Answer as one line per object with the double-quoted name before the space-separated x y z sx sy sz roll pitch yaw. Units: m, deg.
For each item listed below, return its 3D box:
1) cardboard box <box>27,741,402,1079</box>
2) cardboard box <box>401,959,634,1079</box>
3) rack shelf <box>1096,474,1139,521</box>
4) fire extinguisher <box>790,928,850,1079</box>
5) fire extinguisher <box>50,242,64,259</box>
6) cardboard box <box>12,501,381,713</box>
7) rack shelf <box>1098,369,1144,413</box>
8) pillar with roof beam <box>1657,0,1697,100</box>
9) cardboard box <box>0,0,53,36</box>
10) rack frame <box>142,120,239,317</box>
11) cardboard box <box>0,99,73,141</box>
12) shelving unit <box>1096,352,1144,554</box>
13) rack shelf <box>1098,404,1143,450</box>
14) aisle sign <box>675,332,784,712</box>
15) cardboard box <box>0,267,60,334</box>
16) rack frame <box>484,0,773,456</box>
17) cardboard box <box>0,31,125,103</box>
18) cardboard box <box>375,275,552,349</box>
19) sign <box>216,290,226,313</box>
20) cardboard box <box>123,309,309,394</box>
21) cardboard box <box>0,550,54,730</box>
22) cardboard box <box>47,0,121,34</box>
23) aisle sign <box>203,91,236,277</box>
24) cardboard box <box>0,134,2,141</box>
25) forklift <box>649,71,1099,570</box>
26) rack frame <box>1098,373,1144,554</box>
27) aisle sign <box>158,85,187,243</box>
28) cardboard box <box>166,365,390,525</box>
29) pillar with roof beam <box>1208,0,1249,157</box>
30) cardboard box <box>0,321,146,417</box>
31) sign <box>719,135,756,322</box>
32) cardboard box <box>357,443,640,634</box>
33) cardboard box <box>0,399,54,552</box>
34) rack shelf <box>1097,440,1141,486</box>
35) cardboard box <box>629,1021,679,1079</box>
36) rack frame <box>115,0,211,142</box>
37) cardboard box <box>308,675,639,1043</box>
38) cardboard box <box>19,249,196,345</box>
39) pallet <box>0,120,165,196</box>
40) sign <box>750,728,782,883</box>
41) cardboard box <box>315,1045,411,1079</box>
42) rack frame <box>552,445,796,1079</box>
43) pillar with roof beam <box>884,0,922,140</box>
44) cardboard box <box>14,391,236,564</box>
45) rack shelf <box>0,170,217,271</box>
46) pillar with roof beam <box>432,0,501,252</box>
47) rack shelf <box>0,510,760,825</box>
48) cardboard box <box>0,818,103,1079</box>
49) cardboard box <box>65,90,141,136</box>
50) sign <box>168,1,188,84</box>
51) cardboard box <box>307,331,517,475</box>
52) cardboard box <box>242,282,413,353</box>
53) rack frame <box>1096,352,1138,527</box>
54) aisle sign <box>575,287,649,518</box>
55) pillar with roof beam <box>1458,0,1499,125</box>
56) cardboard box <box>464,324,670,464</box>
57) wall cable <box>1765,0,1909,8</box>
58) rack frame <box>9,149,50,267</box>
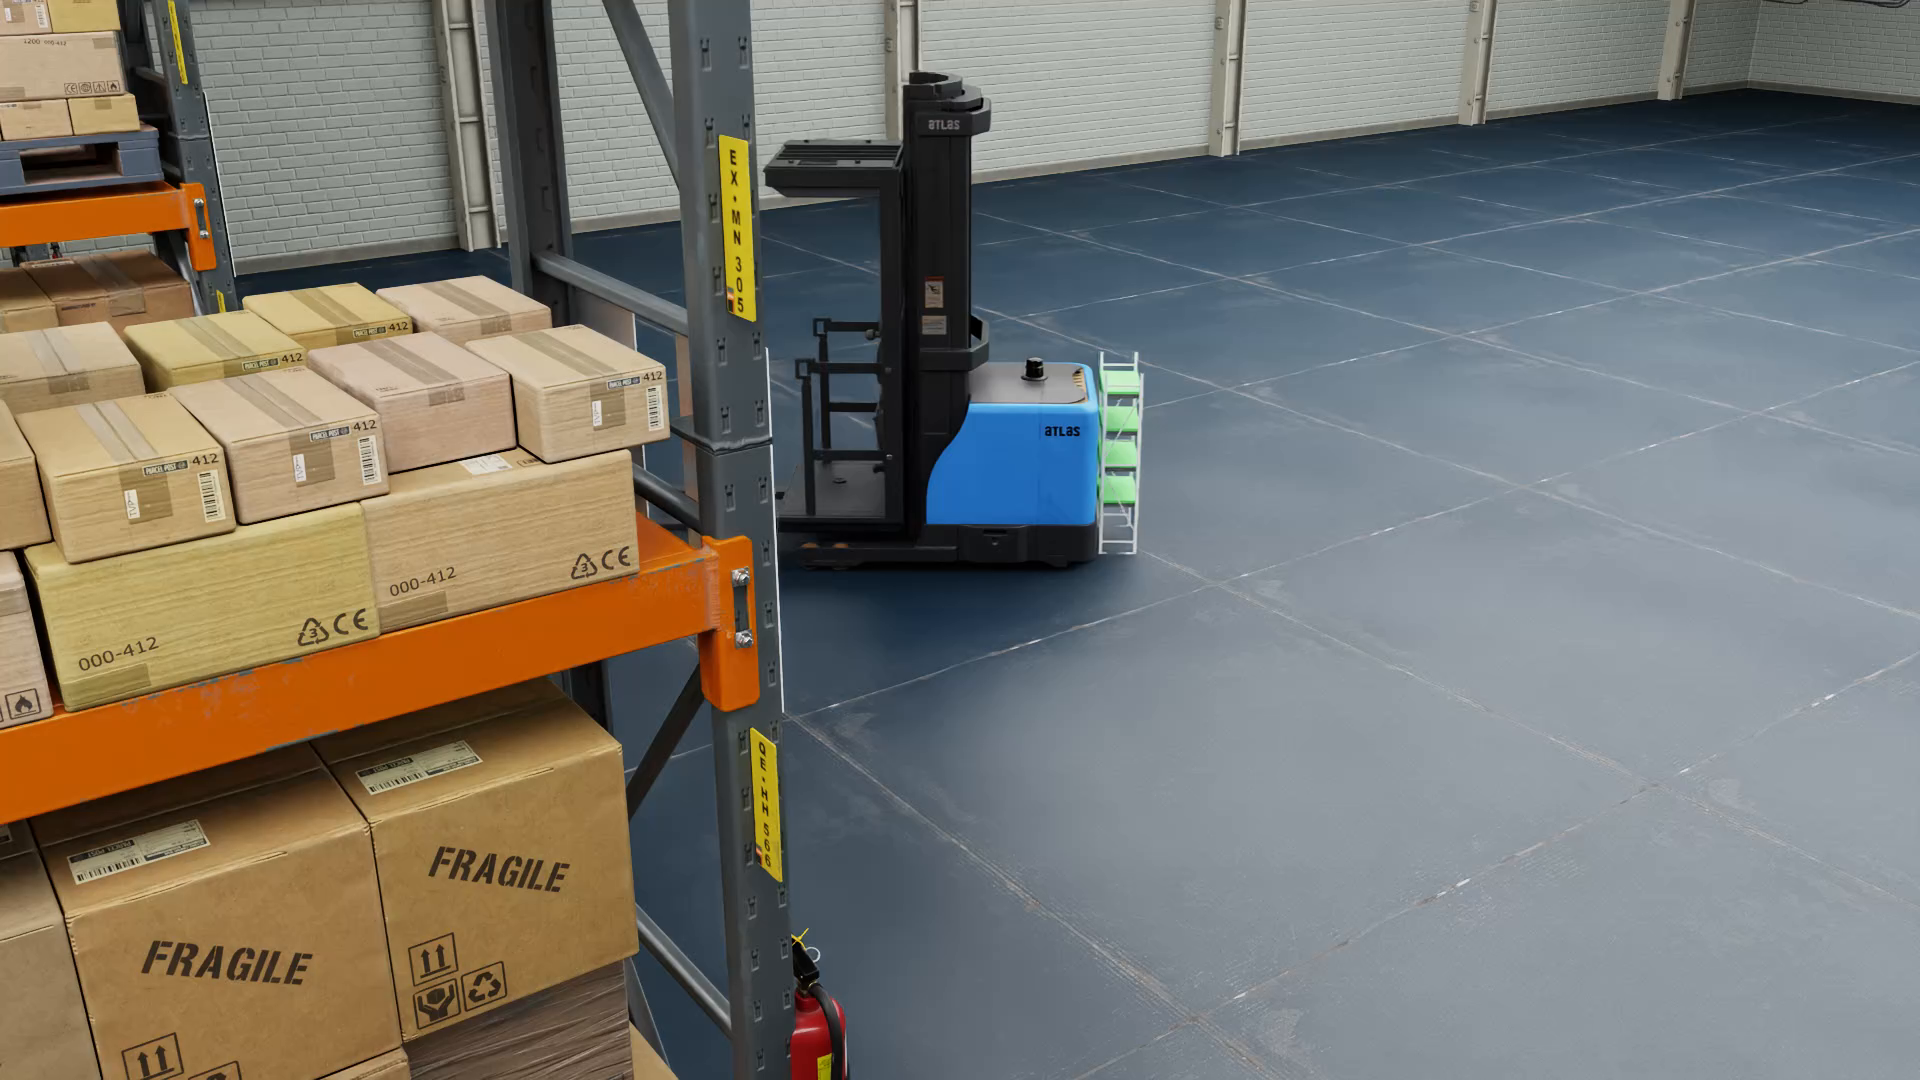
"cardboard box" -1.417 0.722 3.154 0.500 0.500 0.500 -15 26 -33
"cardboard box" -1.175 0.994 3.822 0.500 0.500 0.875 -15 26 -33
"rack shelf" 1.016 -0.277 10.791 0.258 0.148 0.480 1 22 1
"fire extinguisher" -0.350 1.218 3.902 0.183 0.674 0.296 -15 26 -33
"fire extinguisher" -6.138 -1.764 11.374 0.183 0.674 0.296 -15 26 -33
"cardboard box" -1.359 0.034 2.919 0.500 0.250 0.500 -15 26 -33
"rack shelf" 1.017 -0.946 10.524 0.258 0.148 0.480 1 22 1
"pillar with roof beam" 16.373 -11.511 27.602 0.400 9.000 9.100 -15 26 -33
"cardboard box" -3.806 -2.106 6.641 0.250 0.149 0.380 -15 26 -33
"rack frame" -3.527 -0.446 7.967 0.127 3.000 1.000 -15 26 -33
"cardboard box" -3.804 -1.736 6.790 0.250 0.149 0.380 -15 26 -32
"shelving unit" 1.016 -0.559 10.678 0.258 1.200 0.503 1 22 1
"rack shelf" 1.016 -0.723 10.613 0.258 0.148 0.480 1 22 1
"aisle sign" -0.487 -0.063 3.499 0.004 0.787 0.394 -15 26 -33
"cardboard box" -4.243 -0.802 7.200 0.550 0.550 0.875 -15 26 -33
"rack frame" -0.712 -1.719 3.061 0.127 3.000 1.000 -15 26 -33
"cardboard box" -3.761 -1.959 6.812 0.500 0.250 0.500 -15 26 -32
"cardboard box" -1.071 -0.451 3.596 0.250 0.149 0.380 -15 26 -33
"sign" -3.221 -0.928 7.292 0.005 0.325 0.100 -15 26 -33
"cardboard box" -1.471 -0.332 3.298 0.250 0.149 0.380 -15 26 -34
"cardboard box" -1.780 0.142 2.647 0.500 0.250 0.500 -14 26 -32
"cardboard box" -3.602 -2.160 6.775 0.250 0.149 0.380 -15 26 -32
"aisle sign" -3.294 -1.579 7.298 0.004 0.787 0.394 -15 26 -33
"cardboard box" -4.012 -1.680 6.650 0.250 0.149 0.380 -14 26 -32
"forklift" -0.647 -1.368 10.369 3.031 2.935 1.130 1 22 1
"rack frame" 1.010 -0.469 10.452 0.240 1.200 0.015 1 22 1
"aisle sign" -3.645 -1.759 7.750 0.004 0.787 0.394 -15 26 -33
"cardboard box" -1.193 -0.174 2.901 0.250 0.149 0.380 -16 27 -35
"pillar with roof beam" 6.632 -8.914 21.093 0.400 9.000 9.100 -15 26 -33
"cardboard box" -1.734 -0.295 3.204 0.250 0.149 0.380 -14 26 -31
"sign" -0.404 -0.565 3.024 0.005 0.325 0.100 -15 26 -33
"cardboard box" -0.955 -0.075 3.192 0.500 0.250 0.500 -14 26 -32
"cardboard box" -1.657 -0.096 2.707 0.250 0.149 0.380 -15 26 -32
"rack shelf" 1.016 -0.500 10.702 0.258 0.148 0.480 1 22 1
"cardboard box" -0.823 1.308 3.909 0.250 0.149 0.380 -15 26 -33
"rack frame" -3.527 -3.233 6.856 0.127 3.000 1.000 -15 26 -33
"cardboard box" -1.014 0.612 3.430 0.500 0.500 0.500 -15 26 -33
"cardboard box" -3.851 -0.949 7.567 0.550 0.550 0.875 -15 26 -33
"pallet" -4.123 -1.635 7.018 1.213 0.211 1.003 -15 26 -33
"sign" -0.404 0.555 3.471 0.005 0.325 0.100 -15 26 -33
"cardboard box" -1.511 1.138 3.460 0.500 0.500 0.875 -15 26 -33
"rack frame" -0.712 1.068 4.173 0.127 3.000 1.000 -15 26 -33
"pillar with roof beam" 1.762 -7.615 17.838 0.400 9.000 9.100 -15 26 -33
"cardboard box" -1.383 -0.112 2.747 0.250 0.149 0.380 -15 26 -33
"rack shelf" -5.150 -1.072 6.460 4.000 0.370 1.077 -15 26 -33
"pillar with roof beam" -3.109 -6.316 14.584 0.400 9.000 9.100 -15 26 -33
"rack shelf" -2.336 0.442 2.666 4.000 0.370 1.077 -15 26 -33
"cardboard box" -1.824 0.830 2.885 0.500 0.500 0.500 -15 26 -33
"cardboard box" -3.599 -1.790 6.926 0.250 0.149 0.380 -15 26 -33
"sign" -3.221 -2.048 6.845 0.005 0.325 0.100 -15 26 -33
"cardboard box" -1.035 -0.266 3.132 0.250 0.149 0.380 -16 27 -35
"cardboard box" -1.338 -0.424 3.528 0.250 0.149 0.380 -14 26 -32
"rack frame" 1.023 -0.650 10.905 0.240 1.200 0.015 1 22 1
"aisle sign" -0.837 -0.243 3.951 0.004 0.787 0.394 -15 26 -33
"pillar with roof beam" 11.503 -10.213 24.347 0.400 9.000 9.100 -15 26 -33
"cardboard box" -0.755 -0.287 3.185 0.250 0.149 0.380 -15 26 -33
"wall cable" 17.022 -11.604 32.024 0.112 2.526 3.097 -15 26 -33
"rack frame" -6.500 -1.914 11.645 0.127 3.000 1.000 -15 26 -33
